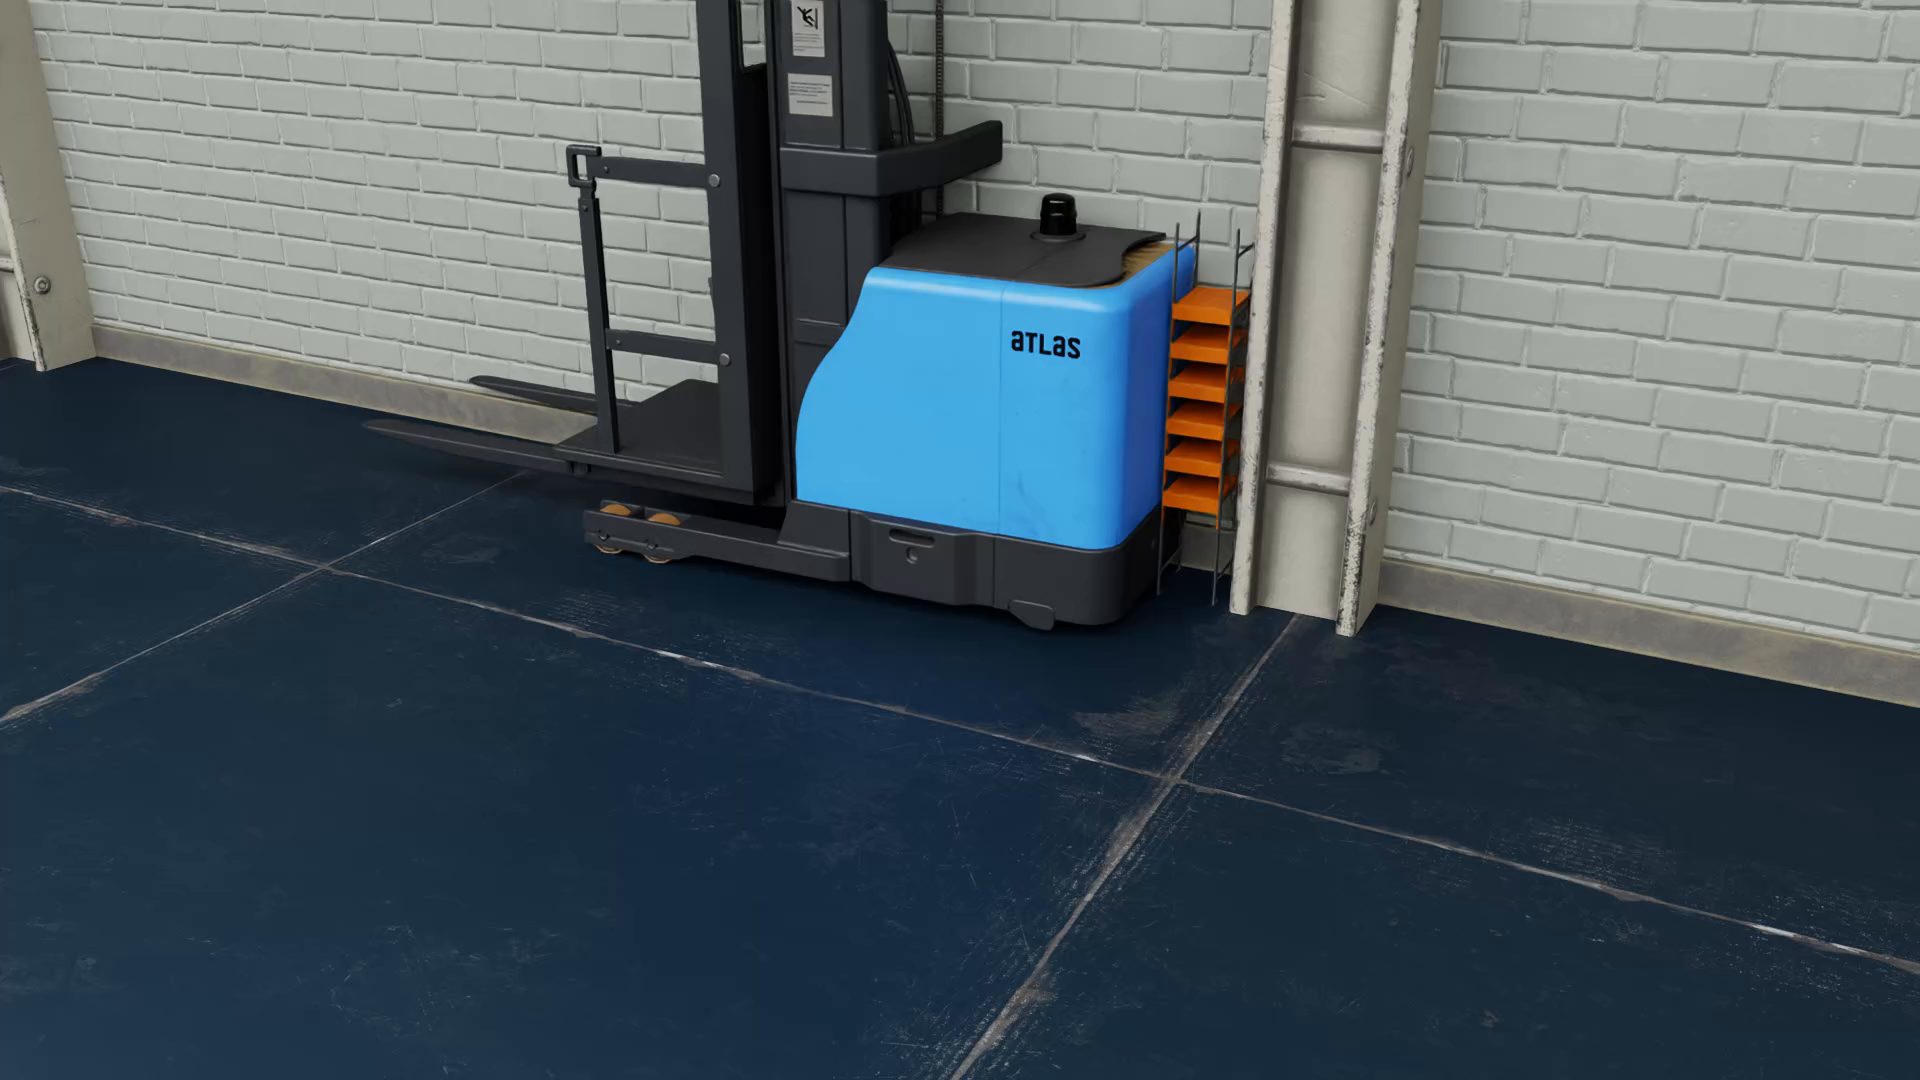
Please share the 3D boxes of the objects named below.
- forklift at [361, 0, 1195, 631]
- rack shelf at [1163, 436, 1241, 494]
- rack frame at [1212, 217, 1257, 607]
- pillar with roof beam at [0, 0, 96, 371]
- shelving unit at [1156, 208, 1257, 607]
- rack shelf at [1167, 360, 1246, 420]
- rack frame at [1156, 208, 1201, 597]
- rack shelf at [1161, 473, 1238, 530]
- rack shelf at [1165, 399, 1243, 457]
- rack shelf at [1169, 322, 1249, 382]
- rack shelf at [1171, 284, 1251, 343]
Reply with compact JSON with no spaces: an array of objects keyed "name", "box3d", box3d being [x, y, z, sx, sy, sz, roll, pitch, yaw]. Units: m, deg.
[{"name":"forklift","box3d":[-0.715,-1.445,5.403,3.031,2.935,1.130,10,25,22]},{"name":"rack shelf","box3d":[0.764,-0.246,5.216,0.180,0.103,0.258,10,25,22]},{"name":"rack frame","box3d":[0.847,-0.383,5.117,0.006,1.200,0.240,10,25,22]},{"name":"pillar with roof beam","box3d":[-6.207,-3.491,2.459,0.400,9.000,9.100,11,25,25]},{"name":"shelving unit","box3d":[0.764,-0.397,5.151,0.189,1.200,0.258,10,25,22]},{"name":"rack shelf","box3d":[0.764,-0.467,5.122,0.180,0.103,0.258,10,25,22]},{"name":"rack frame","box3d":[0.681,-0.412,5.186,0.006,1.200,0.240,10,25,22]},{"name":"rack shelf","box3d":[0.764,-0.136,5.263,0.180,0.103,0.258,10,25,22]},{"name":"rack shelf","box3d":[0.764,-0.357,5.169,0.180,0.103,0.258,10,25,22]},{"name":"rack shelf","box3d":[0.764,-0.577,5.075,0.180,0.103,0.258,10,25,22]},{"name":"rack shelf","box3d":[0.764,-0.688,5.028,0.180,0.103,0.258,10,25,22]}]
